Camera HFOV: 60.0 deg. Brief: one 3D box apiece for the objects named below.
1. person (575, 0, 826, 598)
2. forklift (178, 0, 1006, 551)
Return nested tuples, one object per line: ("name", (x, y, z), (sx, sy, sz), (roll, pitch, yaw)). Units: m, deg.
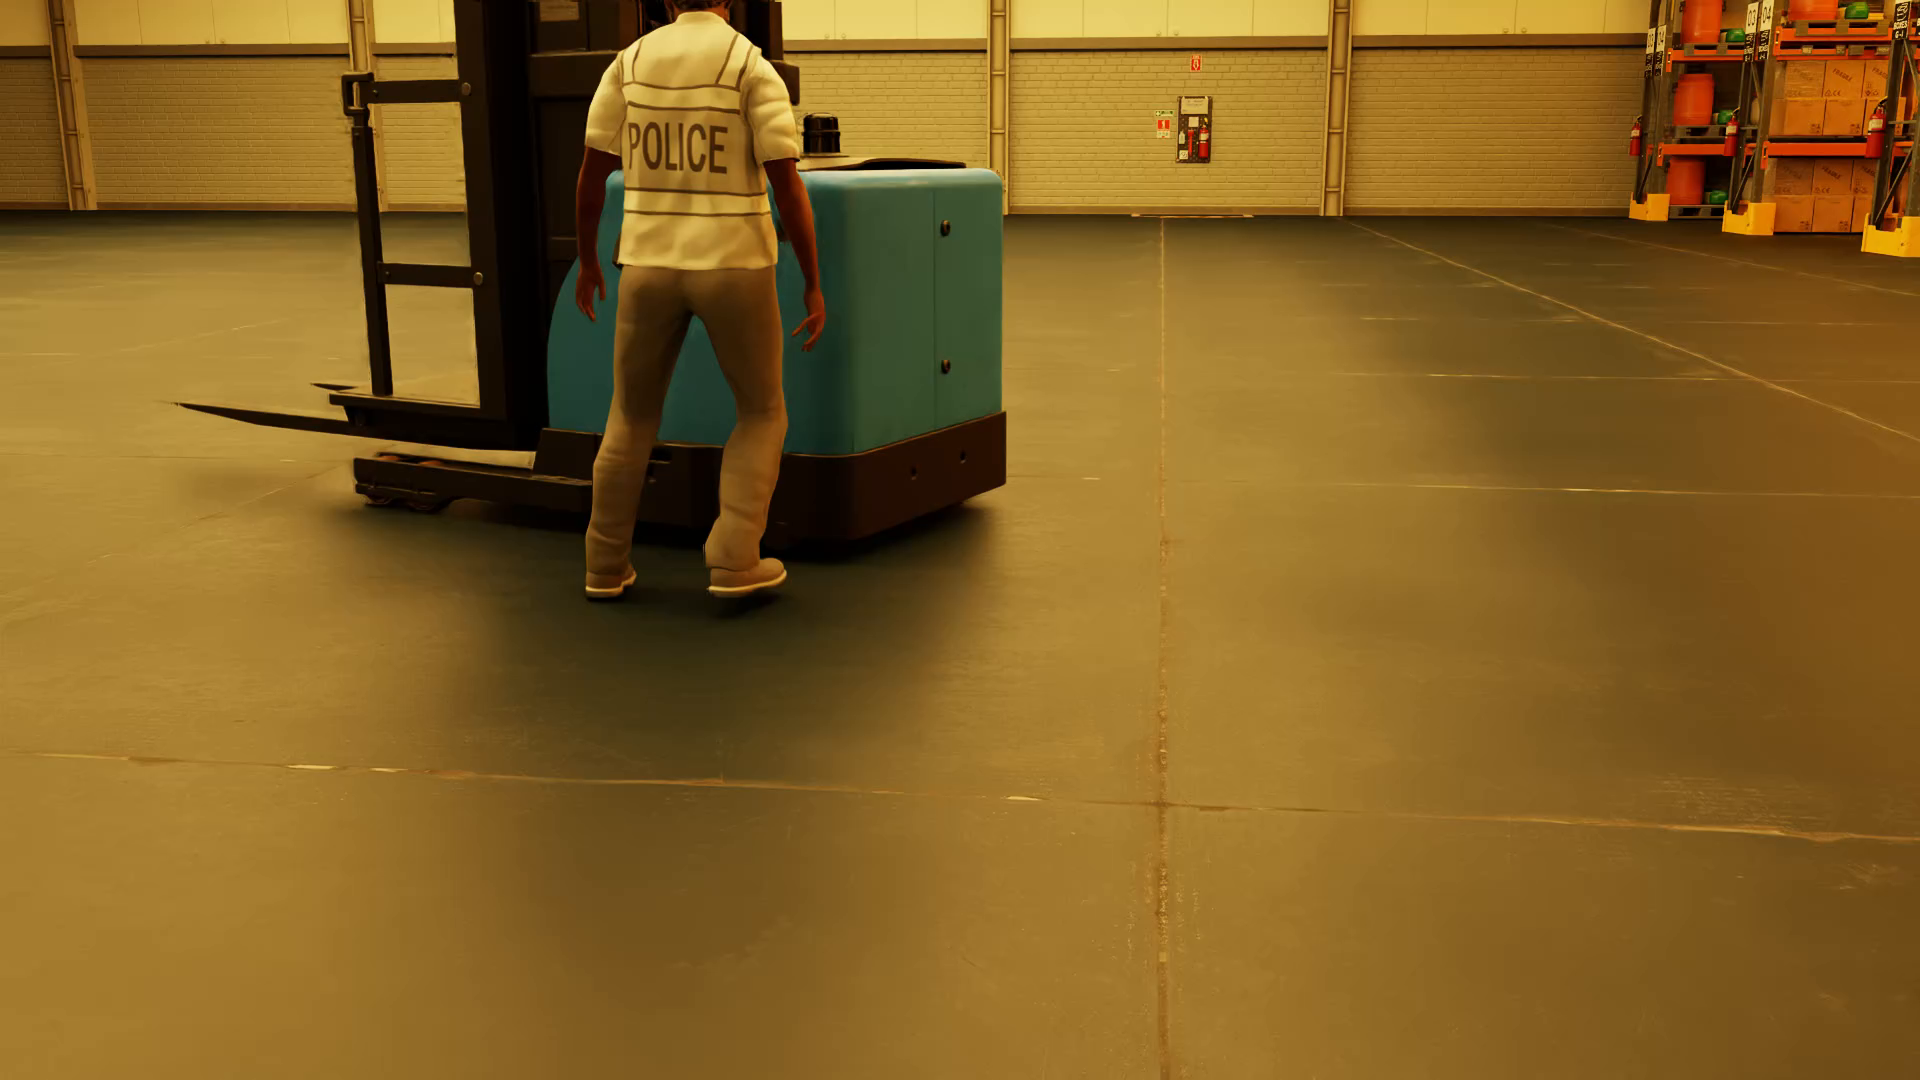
("person", (-0.662, -0.644, 4.119), (0.700, 1.634, 0.391), (2, 13, 10))
("forklift", (-1.392, -1.615, 5.414), (3.031, 2.935, 1.130), (7, 15, 28))
